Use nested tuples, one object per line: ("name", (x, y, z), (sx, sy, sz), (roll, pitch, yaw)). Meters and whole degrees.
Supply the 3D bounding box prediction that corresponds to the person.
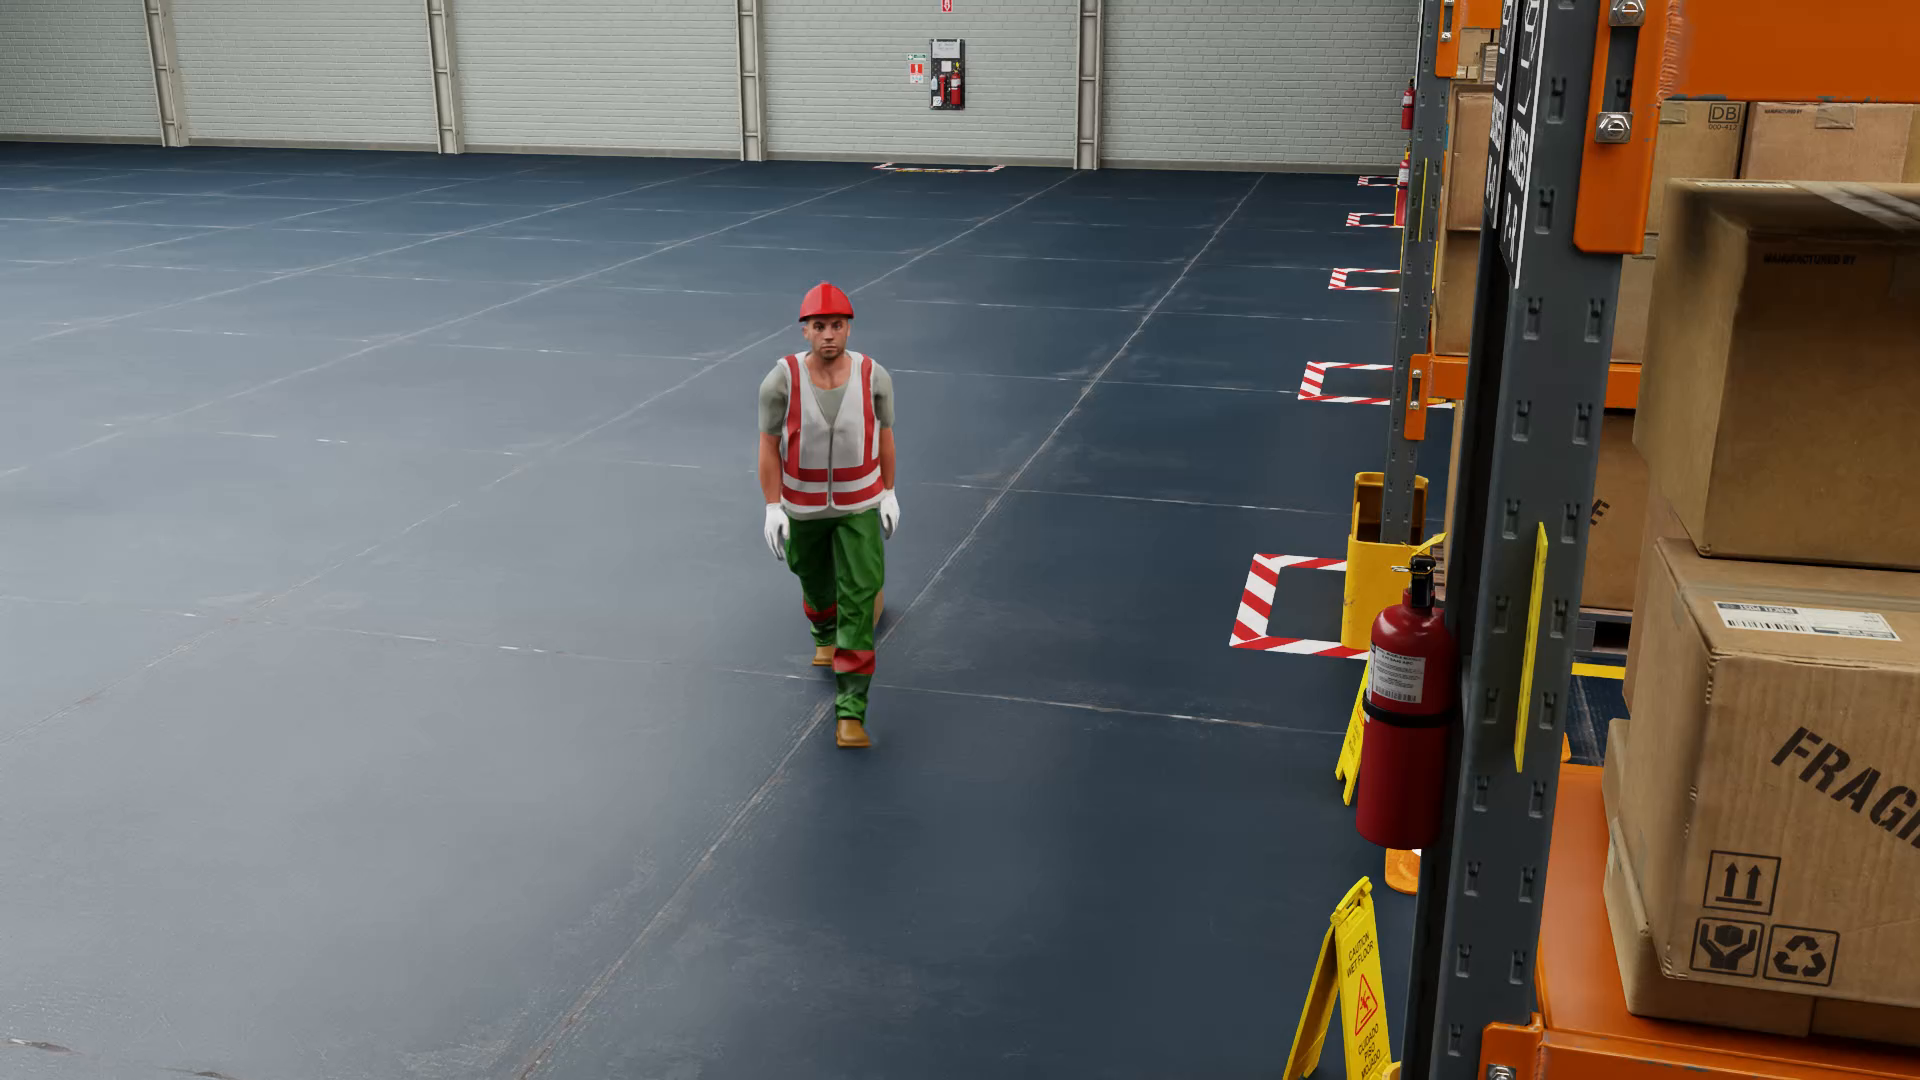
("person", (-0.504, -0.135, 6.465), (0.540, 1.736, 1.097), (-1, 18, -2))
